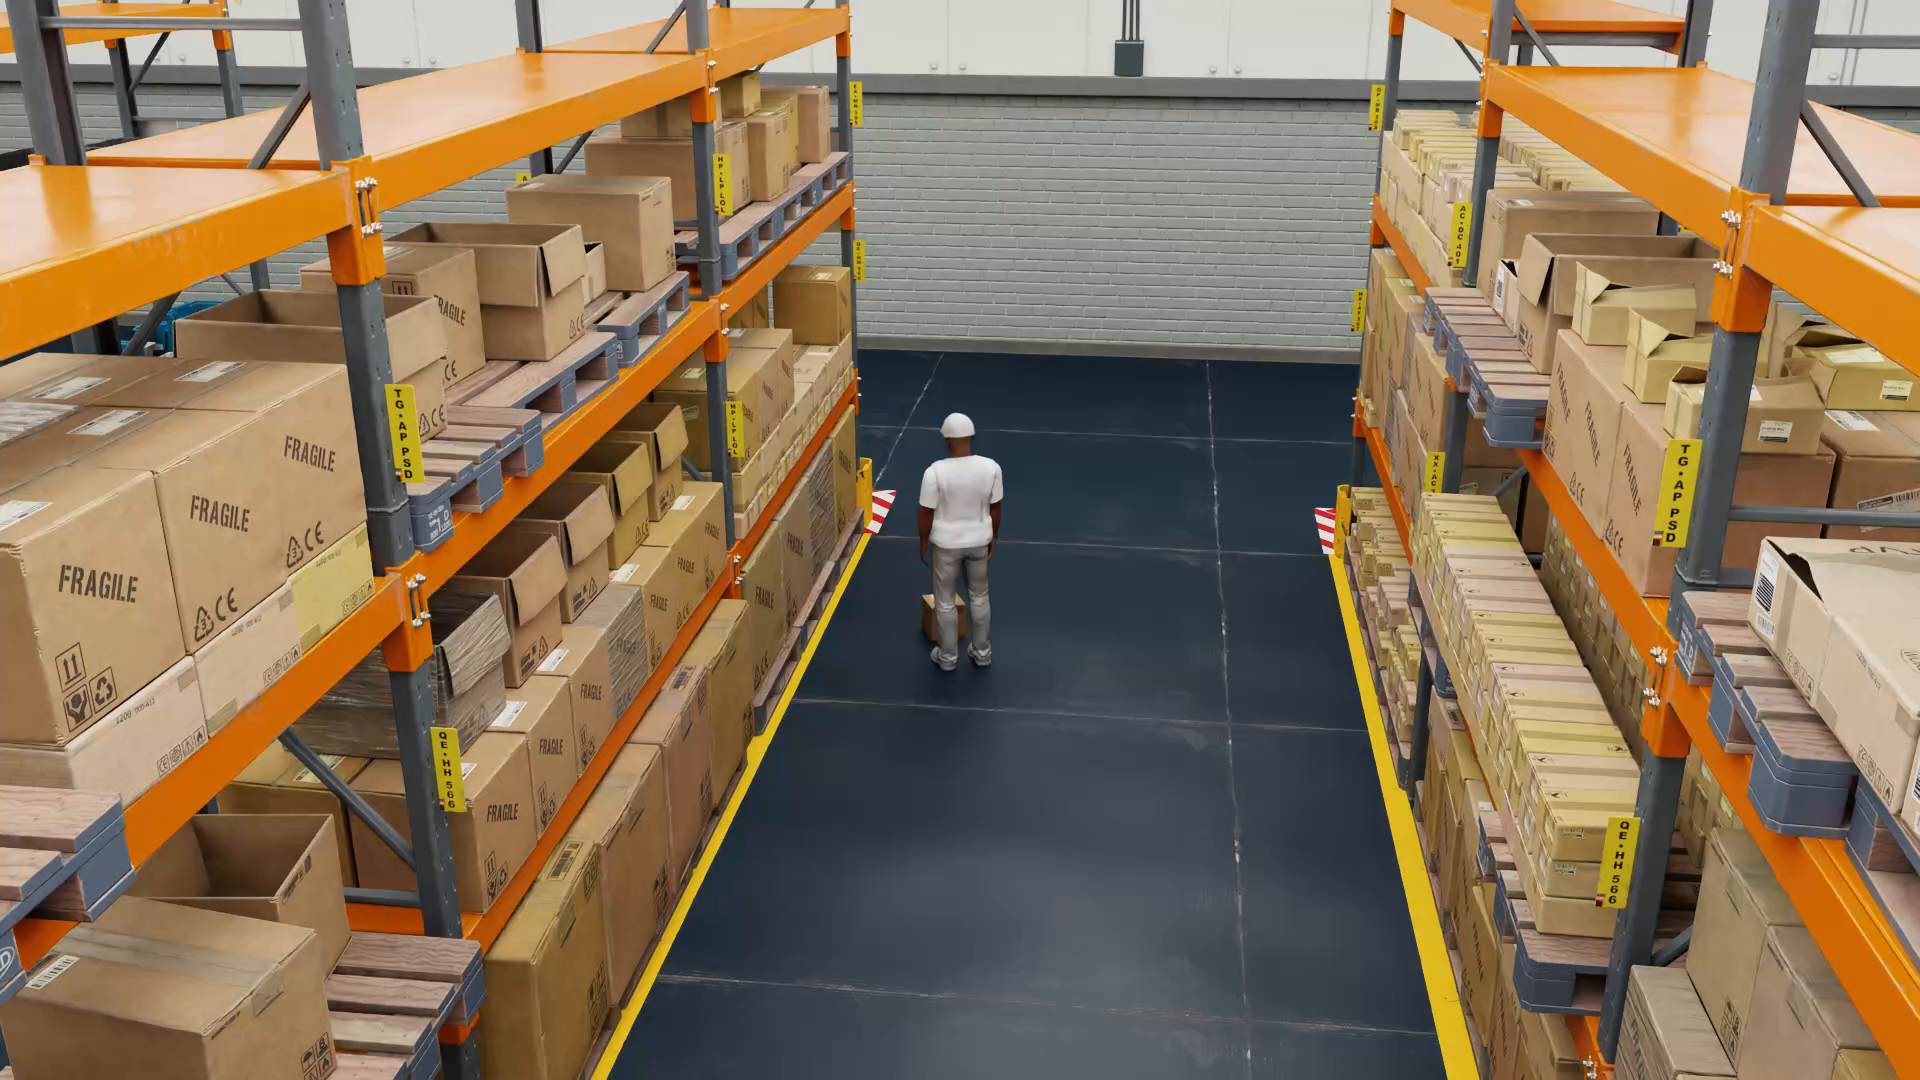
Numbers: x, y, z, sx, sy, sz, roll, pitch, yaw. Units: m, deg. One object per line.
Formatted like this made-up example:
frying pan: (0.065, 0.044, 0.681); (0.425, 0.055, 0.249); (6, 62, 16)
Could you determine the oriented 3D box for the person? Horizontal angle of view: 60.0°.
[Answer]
person: (-0.006, 0.009, 11.028); (0.566, 1.763, 0.360); (-6, 22, -15)
